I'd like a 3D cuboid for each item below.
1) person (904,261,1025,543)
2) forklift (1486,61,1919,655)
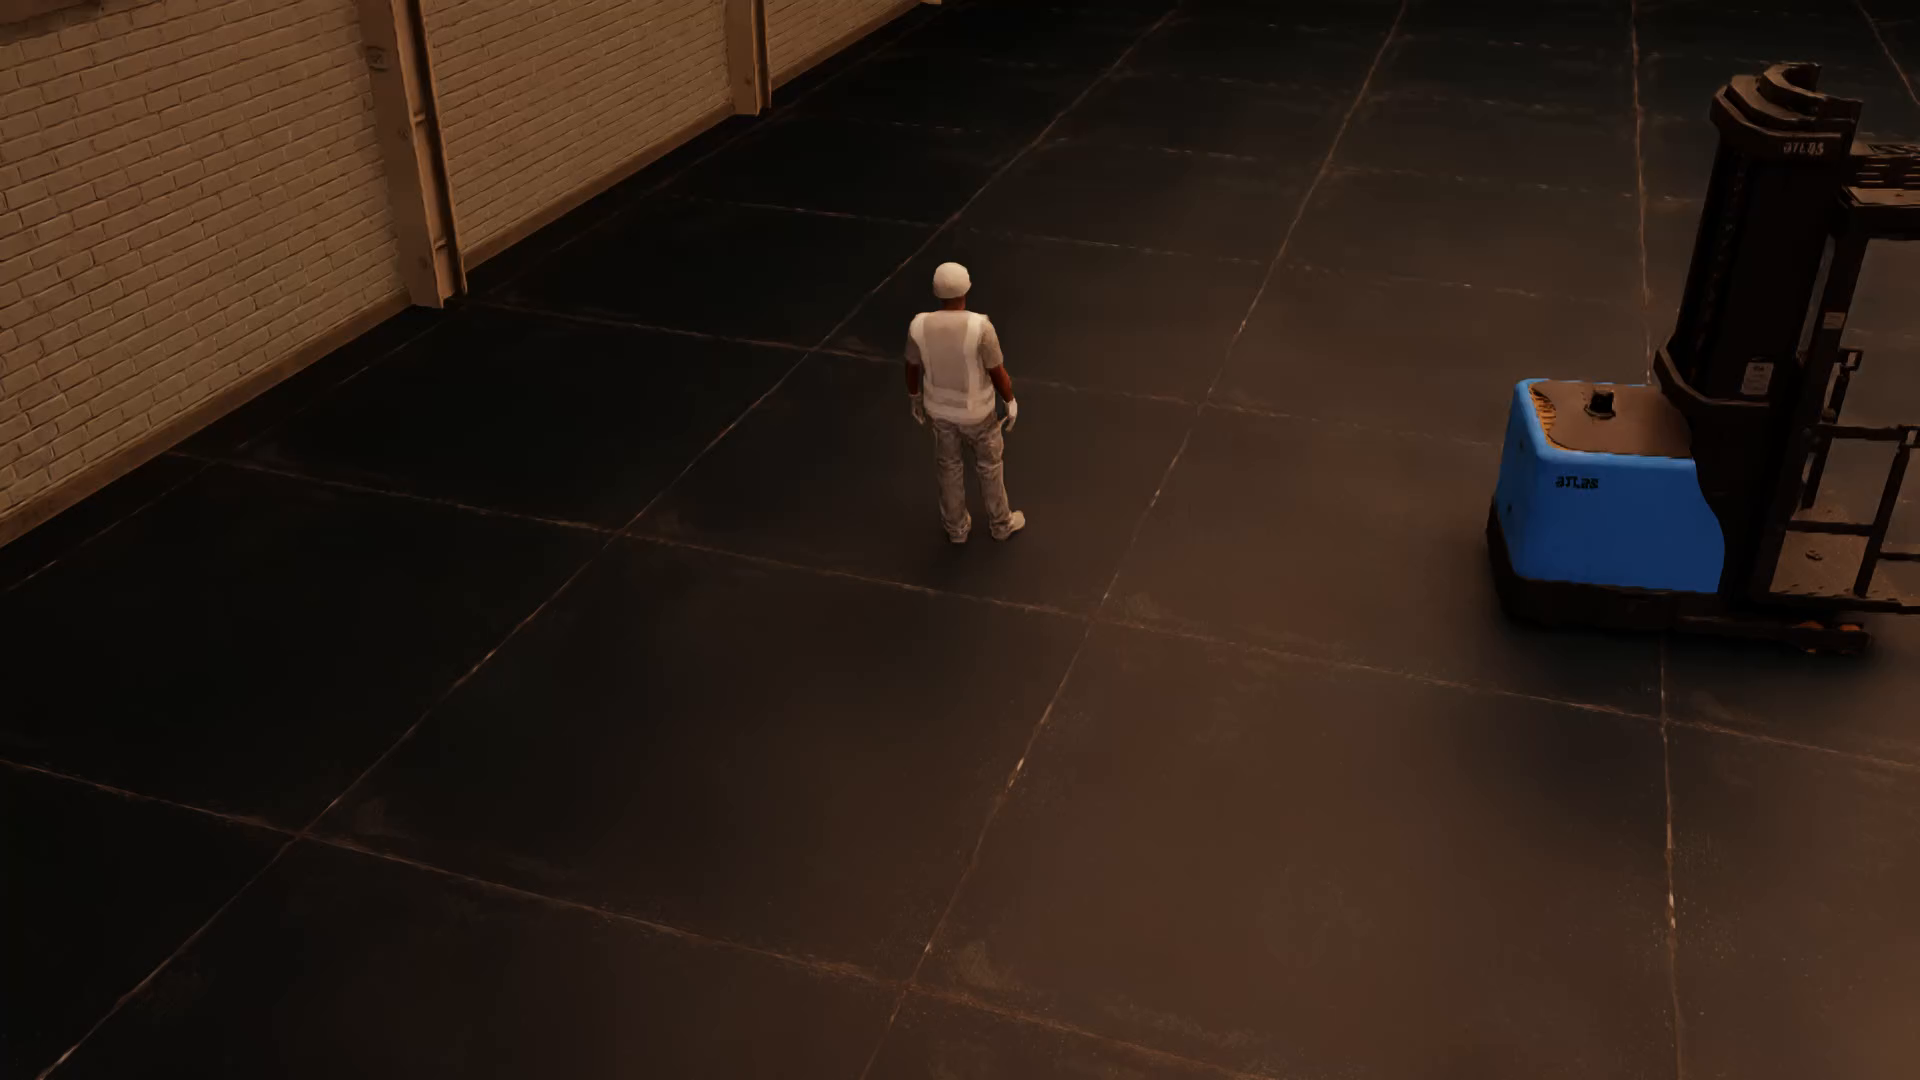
[{"bbox_3d":[0.031,-0.813,9.708,0.655,1.782,0.576,10,31,16],"label":"person"},{"bbox_3d":[4.605,-0.933,8.774,3.031,2.935,1.130,4,30,8],"label":"forklift"}]
